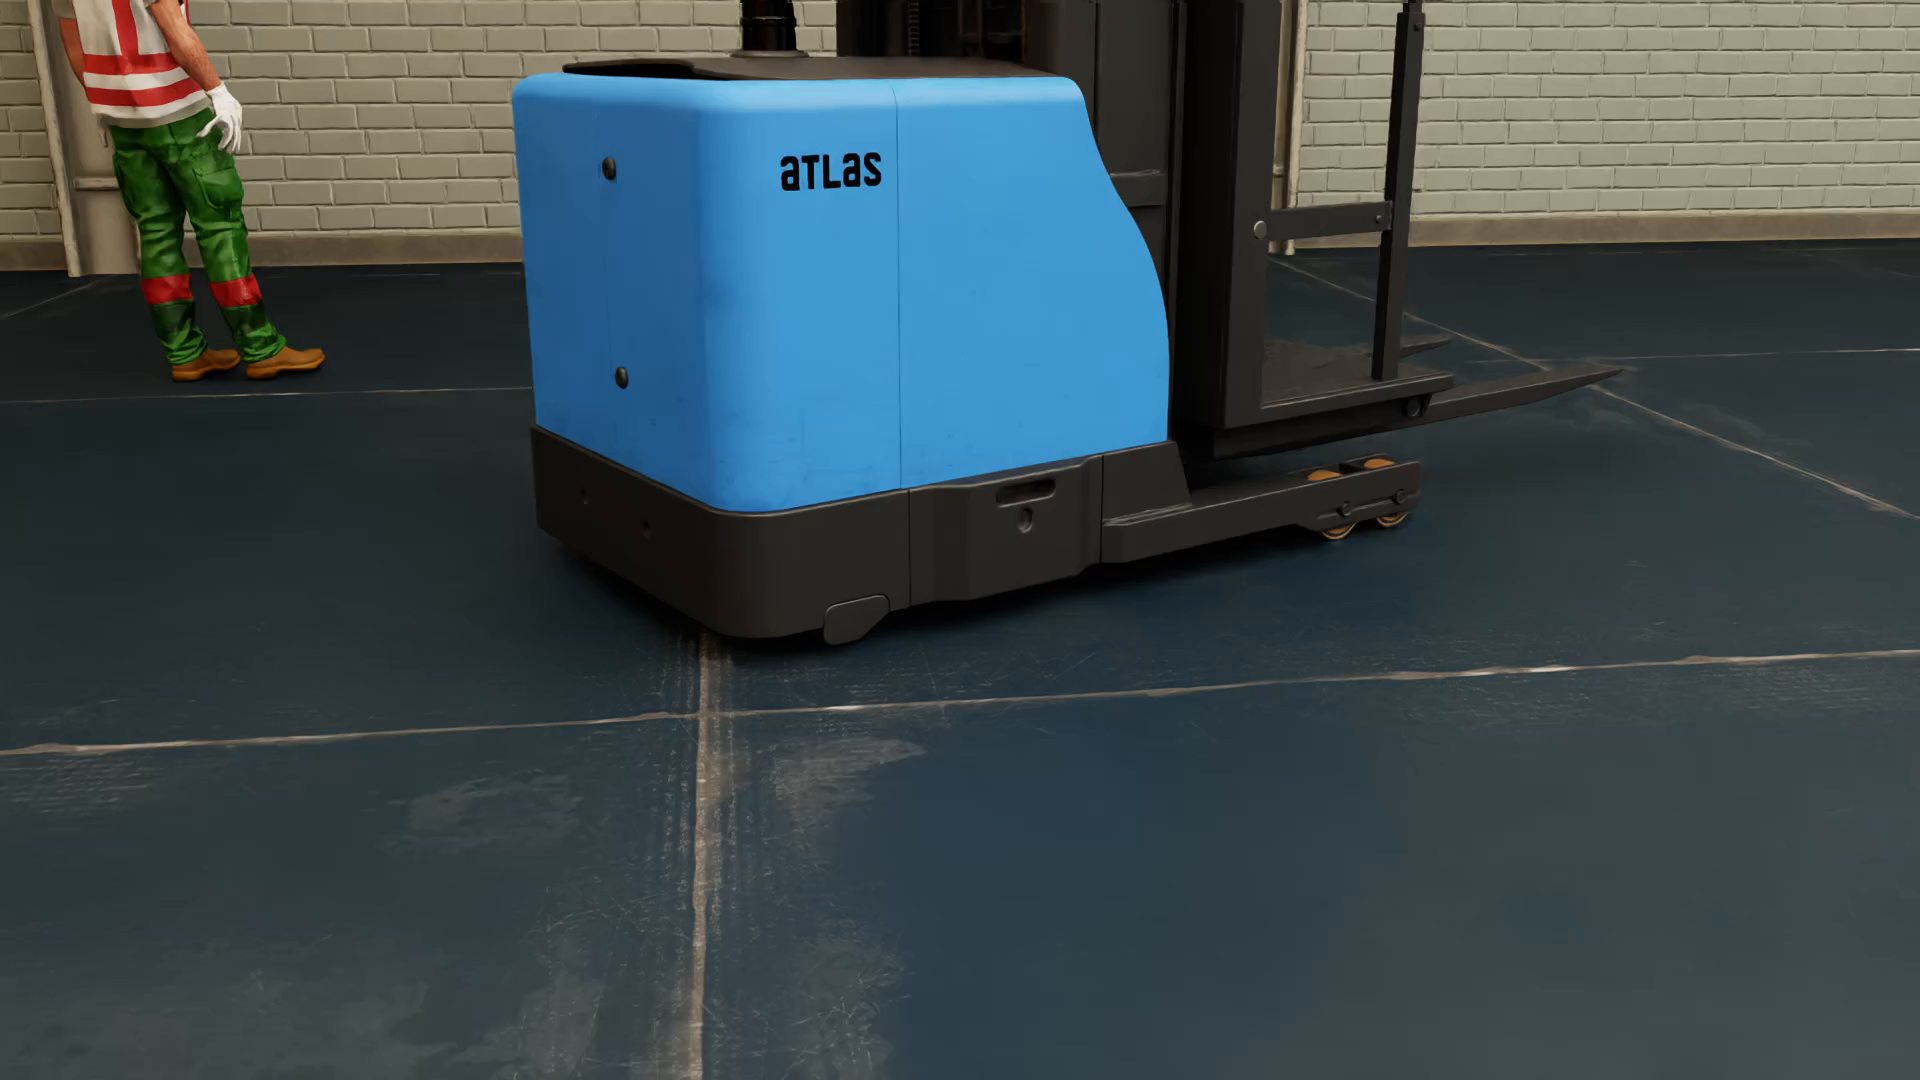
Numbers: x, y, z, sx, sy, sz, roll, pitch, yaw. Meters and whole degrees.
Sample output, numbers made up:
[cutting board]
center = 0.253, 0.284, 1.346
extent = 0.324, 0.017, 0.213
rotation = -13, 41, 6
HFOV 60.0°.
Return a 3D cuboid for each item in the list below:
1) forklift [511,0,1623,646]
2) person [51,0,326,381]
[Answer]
[forklift]
center = 0.517, -1.515, 3.914
extent = 3.031, 2.935, 1.130
rotation = -12, 20, -34
[person]
center = -2.651, -1.446, 5.645
extent = 0.648, 1.790, 0.564
rotation = 8, 19, 25
